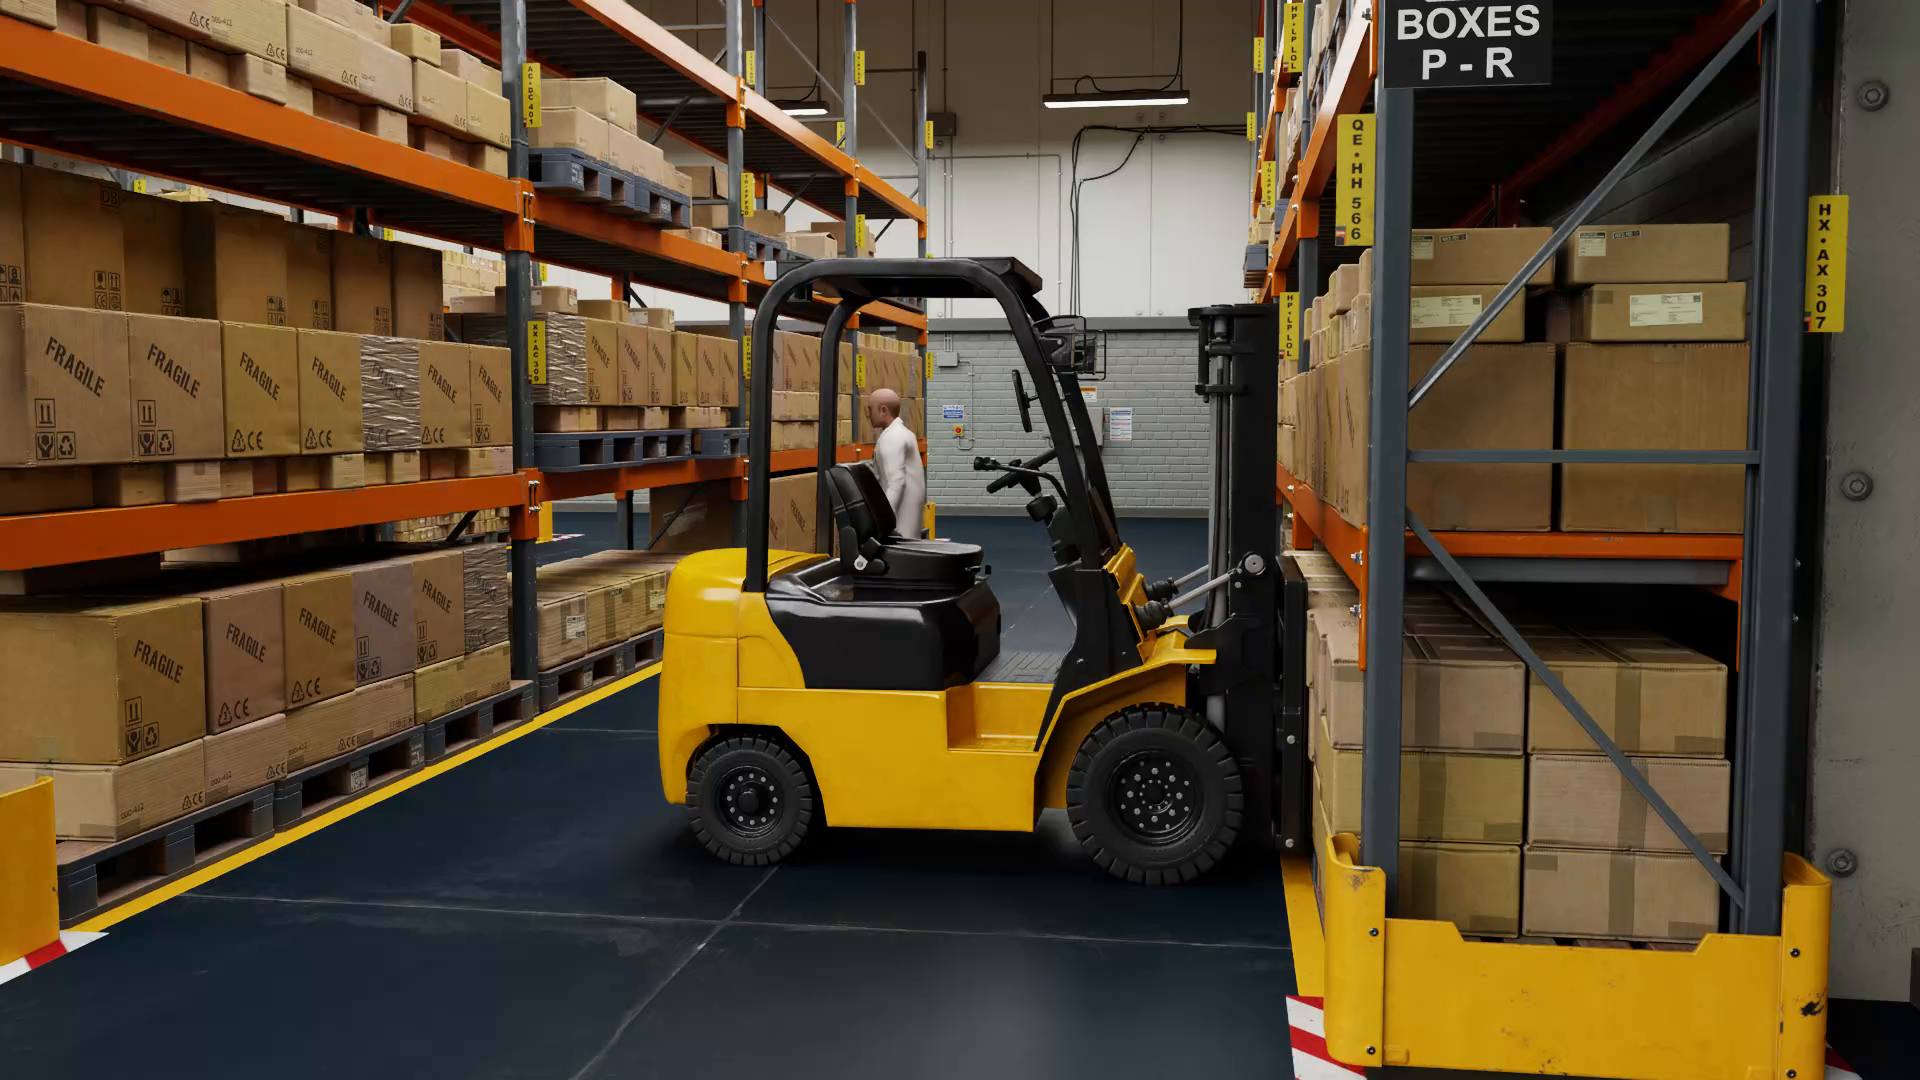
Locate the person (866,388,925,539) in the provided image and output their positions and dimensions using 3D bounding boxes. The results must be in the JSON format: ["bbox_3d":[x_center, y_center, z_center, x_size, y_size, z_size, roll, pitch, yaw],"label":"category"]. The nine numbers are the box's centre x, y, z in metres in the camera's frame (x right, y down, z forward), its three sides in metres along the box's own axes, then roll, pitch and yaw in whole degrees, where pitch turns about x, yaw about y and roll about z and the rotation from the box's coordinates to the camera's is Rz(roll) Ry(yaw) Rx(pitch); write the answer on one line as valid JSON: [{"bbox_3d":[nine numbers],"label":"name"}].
[{"bbox_3d":[-0.435,-0.089,10.756,0.413,1.774,0.656,1,4,7],"label":"person"}]
